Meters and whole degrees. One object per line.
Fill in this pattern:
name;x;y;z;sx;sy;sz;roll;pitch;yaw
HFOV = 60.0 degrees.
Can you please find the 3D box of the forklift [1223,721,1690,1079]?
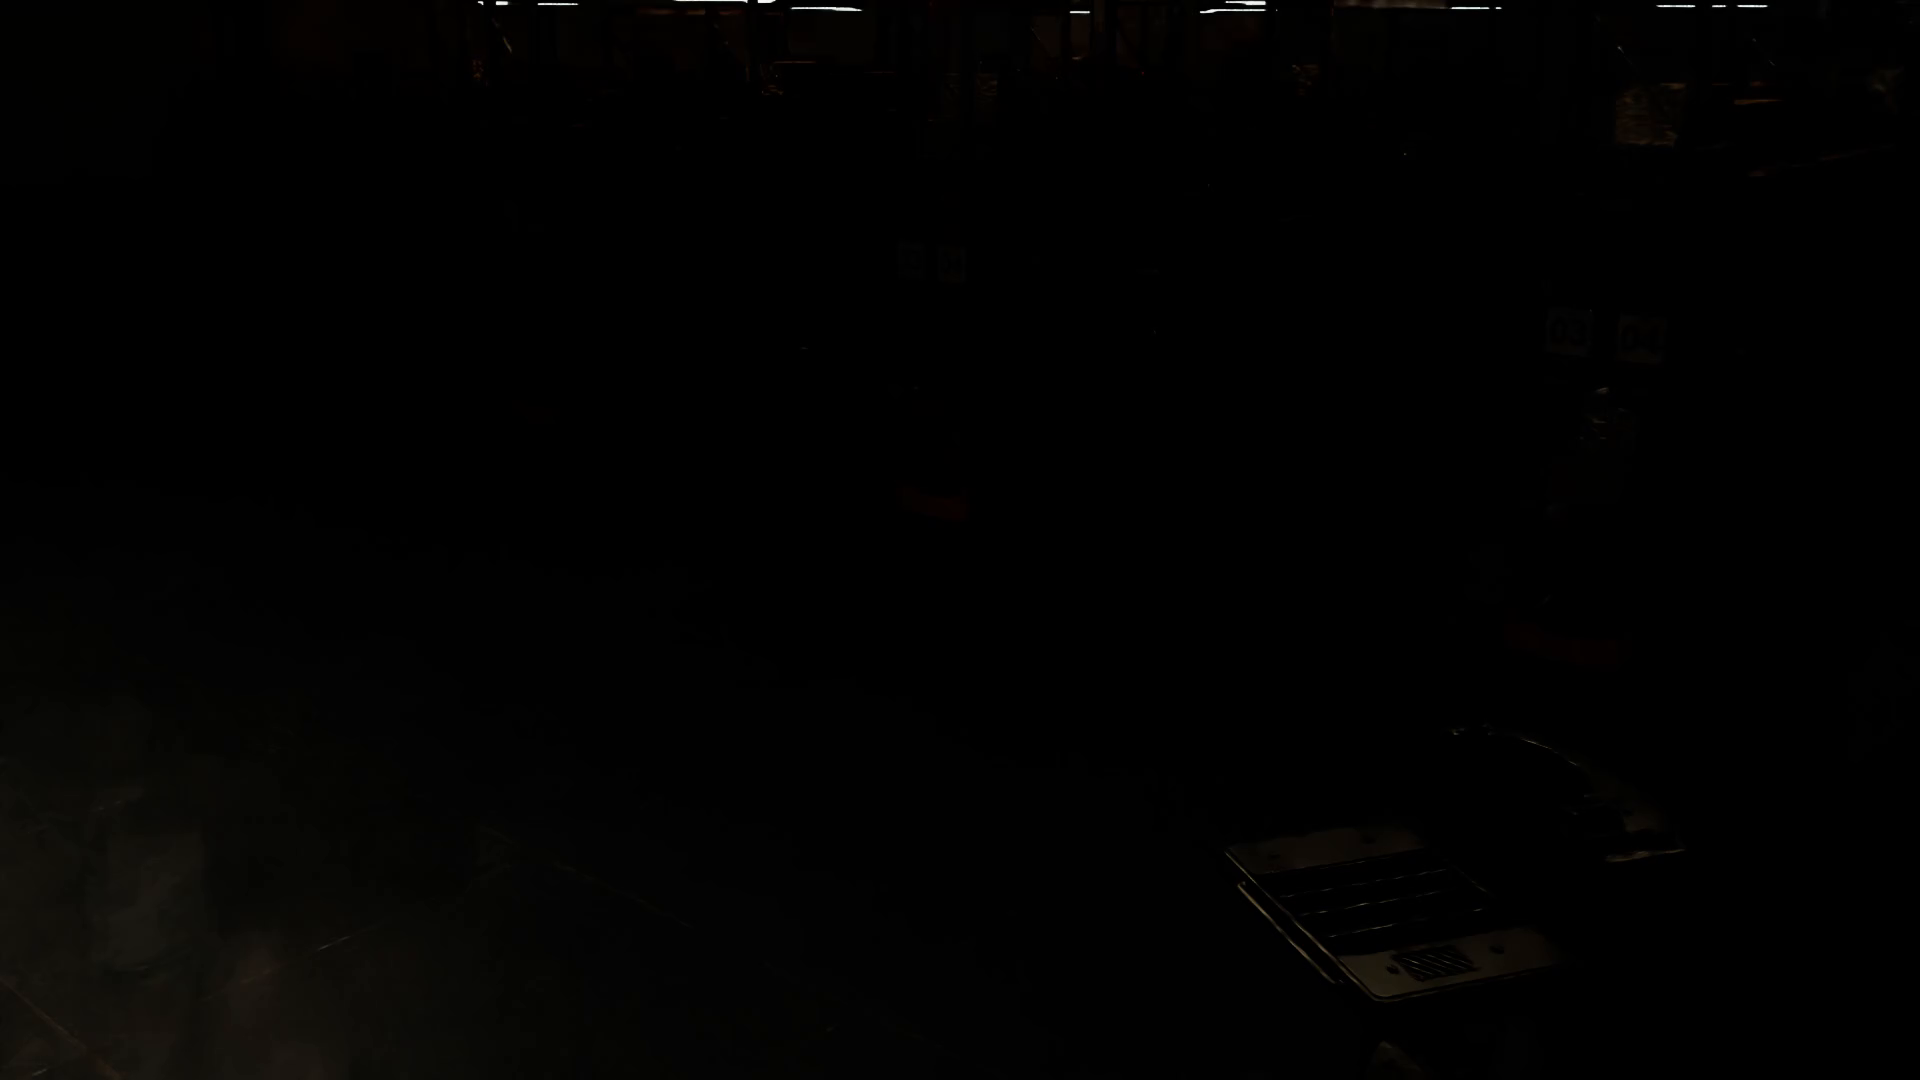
forklift;-0.583;-1.346;3.330;3.031;2.935;1.130;-5;18;-17
